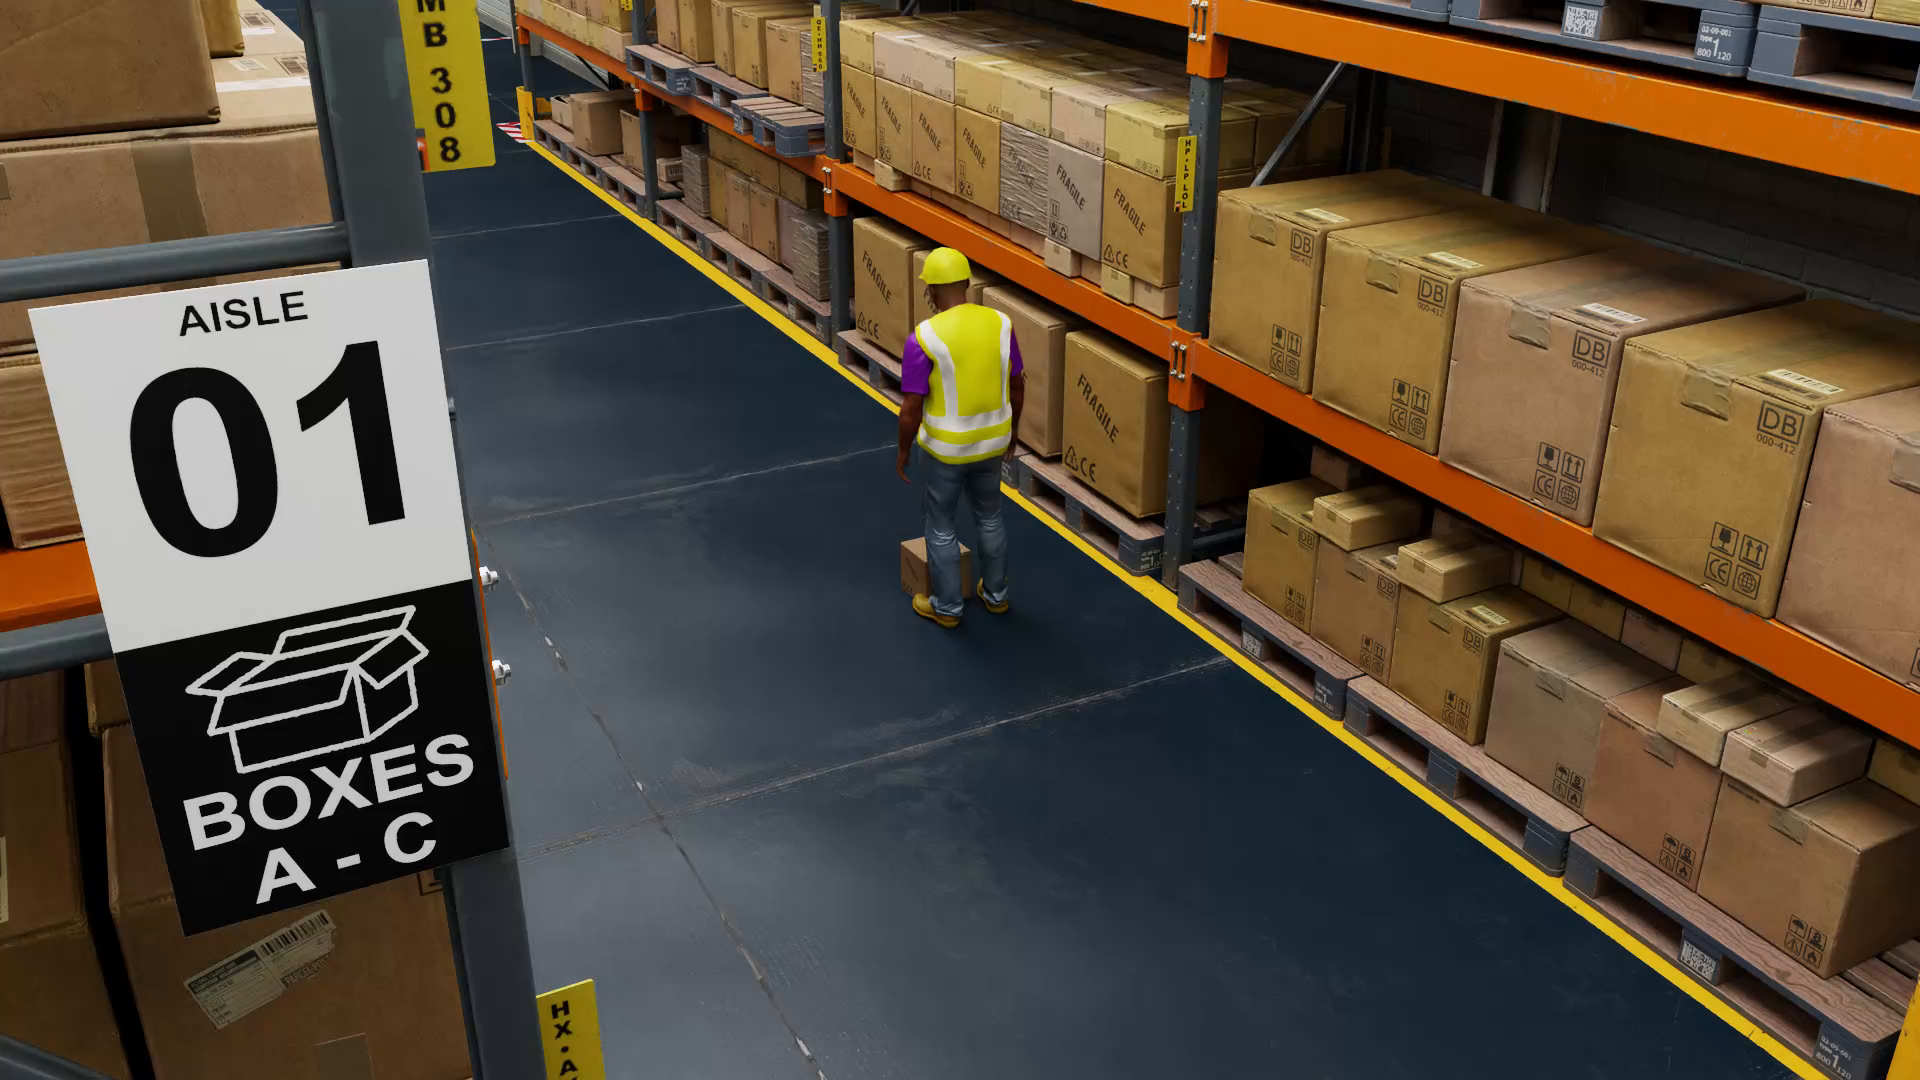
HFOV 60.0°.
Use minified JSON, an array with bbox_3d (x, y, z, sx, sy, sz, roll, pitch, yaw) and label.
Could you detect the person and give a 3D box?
[{"bbox_3d":[-0.006,-0.455,7.548,0.631,1.760,0.463,-13,28,-25],"label":"person"}]
